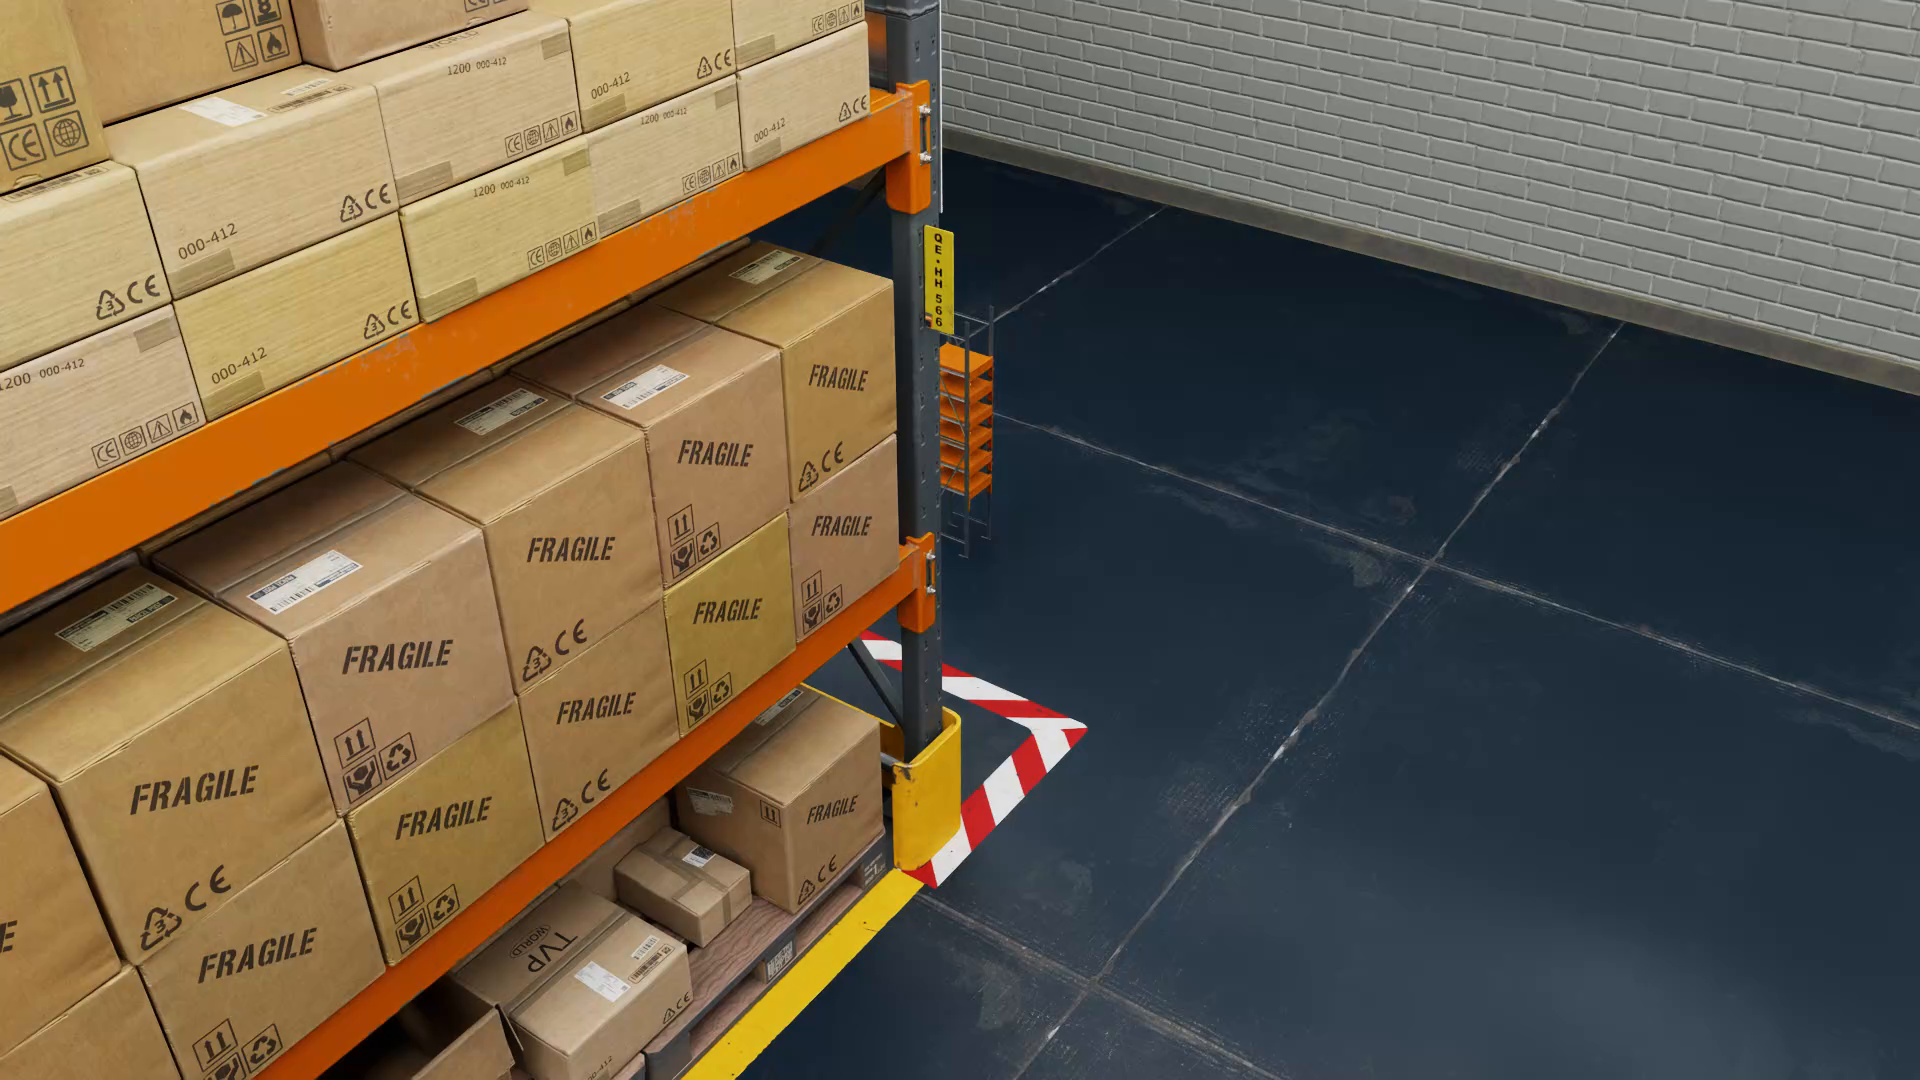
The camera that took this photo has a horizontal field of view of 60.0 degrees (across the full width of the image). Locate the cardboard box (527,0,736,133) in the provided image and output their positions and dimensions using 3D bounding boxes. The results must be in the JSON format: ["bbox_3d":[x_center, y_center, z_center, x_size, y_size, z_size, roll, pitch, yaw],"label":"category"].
[{"bbox_3d":[-0.874,-1.176,3.822,0.500,0.250,0.500,21,39,28],"label":"cardboard box"}]

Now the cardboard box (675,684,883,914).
[{"bbox_3d":[-0.613,0.845,5.661,0.500,0.500,0.500,21,39,28],"label":"cardboard box"}]

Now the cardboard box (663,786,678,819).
[{"bbox_3d":[-1.169,0.852,5.948,0.380,0.166,0.250,21,39,28],"label":"cardboard box"}]

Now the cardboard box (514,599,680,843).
[{"bbox_3d":[-1.119,0.382,4.418,0.500,0.500,0.500,22,40,29],"label":"cardboard box"}]

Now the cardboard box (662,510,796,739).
[{"bbox_3d":[-0.830,0.155,4.755,0.500,0.500,0.500,22,40,29],"label":"cardboard box"}]

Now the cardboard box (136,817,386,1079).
[{"bbox_3d":[-1.695,0.849,3.728,0.500,0.500,0.500,21,39,28],"label":"cardboard box"}]

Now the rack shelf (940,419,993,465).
[{"bbox_3d":[-0.008,-0.454,7.429,0.258,0.103,0.180,21,39,28],"label":"rack shelf"}]

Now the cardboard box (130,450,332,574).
[{"bbox_3d":[-1.845,0.033,4.041,0.500,0.500,0.500,21,39,28],"label":"cardboard box"}]

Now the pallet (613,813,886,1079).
[{"bbox_3d":[-1.003,1.220,5.757,1.003,0.211,1.213,21,39,28],"label":"pallet"}]

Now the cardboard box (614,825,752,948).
[{"bbox_3d":[-0.918,1.141,5.522,0.380,0.166,0.250,21,39,28],"label":"cardboard box"}]

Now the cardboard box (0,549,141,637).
[{"bbox_3d":[-2.133,0.264,3.700,0.500,0.500,0.500,22,40,29],"label":"cardboard box"}]

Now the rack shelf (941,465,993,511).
[{"bbox_3d":[-0.008,-0.255,7.563,0.258,0.103,0.180,21,39,28],"label":"rack shelf"}]

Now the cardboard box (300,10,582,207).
[{"bbox_3d":[-1.162,-0.948,3.483,0.500,0.250,0.500,21,39,28],"label":"cardboard box"}]

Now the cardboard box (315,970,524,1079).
[{"bbox_3d":[-1.719,1.489,4.706,0.797,0.503,0.637,21,39,28],"label":"cardboard box"}]

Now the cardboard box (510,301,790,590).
[{"bbox_3d":[-0.821,-0.267,4.486,0.500,0.500,0.500,22,40,29],"label":"cardboard box"}]

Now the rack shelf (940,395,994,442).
[{"bbox_3d":[-0.008,-0.553,7.362,0.258,0.103,0.180,21,39,28],"label":"rack shelf"}]

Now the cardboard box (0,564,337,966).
[{"bbox_3d":[-1.699,0.447,3.429,0.500,0.500,0.500,20,39,27],"label":"cardboard box"}]

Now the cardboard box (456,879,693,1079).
[{"bbox_3d":[-1.180,1.376,5.099,0.500,0.250,0.500,21,39,28],"label":"cardboard box"}]

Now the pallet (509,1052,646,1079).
[{"bbox_3d":[-1.699,1.780,4.930,1.003,0.211,1.213,21,39,28],"label":"pallet"}]

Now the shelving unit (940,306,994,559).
[{"bbox_3d":[-0.008,-0.490,7.404,0.258,1.200,0.189,21,39,28],"label":"shelving unit"}]

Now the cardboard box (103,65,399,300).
[{"bbox_3d":[-1.442,-0.715,3.140,0.500,0.250,0.500,21,39,28],"label":"cardboard box"}]

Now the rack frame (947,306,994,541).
[{"bbox_3d":[0.044,-0.532,7.466,0.240,1.200,0.006,21,39,28],"label":"rack frame"}]

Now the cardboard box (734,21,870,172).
[{"bbox_3d":[-0.582,-1.197,4.298,0.500,0.250,0.500,21,39,28],"label":"cardboard box"}]

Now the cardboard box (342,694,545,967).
[{"bbox_3d":[-1.407,0.614,4.075,0.500,0.500,0.500,21,39,28],"label":"cardboard box"}]

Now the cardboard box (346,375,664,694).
[{"bbox_3d":[-1.113,-0.027,4.130,0.500,0.500,0.500,22,40,29],"label":"cardboard box"}]

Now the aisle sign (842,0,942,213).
[{"bbox_3d":[-0.215,-1.347,4.744,0.394,0.787,0.004,21,39,28],"label":"aisle sign"}]

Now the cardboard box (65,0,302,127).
[{"bbox_3d":[-1.699,-1.126,3.078,0.700,0.500,0.500,21,39,28],"label":"cardboard box"}]

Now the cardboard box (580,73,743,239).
[{"bbox_3d":[-0.876,-0.970,3.963,0.500,0.250,0.500,21,39,28],"label":"cardboard box"}]

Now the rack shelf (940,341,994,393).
[{"bbox_3d":[-0.008,-0.752,7.227,0.258,0.103,0.180,21,39,28],"label":"rack shelf"}]

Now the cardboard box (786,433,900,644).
[{"bbox_3d":[-0.537,-0.085,5.109,0.500,0.500,0.500,23,40,30],"label":"cardboard box"}]

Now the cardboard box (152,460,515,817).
[{"bbox_3d":[-1.406,0.209,3.781,0.500,0.500,0.500,23,40,30],"label":"cardboard box"}]

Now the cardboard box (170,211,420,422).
[{"bbox_3d":[-1.449,-0.511,3.284,0.500,0.250,0.500,21,39,28],"label":"cardboard box"}]

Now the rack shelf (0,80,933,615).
[{"bbox_3d":[-1.646,-0.361,3.571,1.077,0.370,4.000,21,39,28],"label":"rack shelf"}]

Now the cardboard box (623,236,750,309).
[{"bbox_3d":[-0.975,-0.673,5.085,0.500,0.500,0.500,23,40,30],"label":"cardboard box"}]

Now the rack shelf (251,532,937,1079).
[{"bbox_3d":[-1.646,0.881,4.411,1.077,0.370,4.000,21,39,28],"label":"rack shelf"}]

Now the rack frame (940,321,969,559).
[{"bbox_3d":[-0.060,-0.448,7.342,0.240,1.200,0.006,21,39,28],"label":"rack frame"}]

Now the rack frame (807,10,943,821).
[{"bbox_3d":[-0.506,-0.337,5.571,1.000,3.000,0.127,21,39,28],"label":"rack frame"}]

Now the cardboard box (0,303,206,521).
[{"bbox_3d":[-1.731,-0.280,2.942,0.500,0.250,0.500,21,39,28],"label":"cardboard box"}]

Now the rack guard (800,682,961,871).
[{"bbox_3d":[-0.549,0.733,6.219,1.175,0.500,0.348,21,39,28],"label":"rack guard"}]

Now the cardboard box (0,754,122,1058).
[{"bbox_3d":[-1.993,0.684,3.079,0.500,0.500,0.500,20,39,27],"label":"cardboard box"}]

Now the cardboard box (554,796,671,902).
[{"bbox_3d":[-1.334,1.010,5.641,0.500,0.250,0.500,21,39,28],"label":"cardboard box"}]

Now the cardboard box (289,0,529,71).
[{"bbox_3d":[-1.337,-1.326,3.374,0.700,0.500,0.500,21,39,28],"label":"cardboard box"}]

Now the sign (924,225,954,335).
[{"bbox_3d":[-0.061,-0.761,4.882,0.100,0.325,0.005,21,39,28],"label":"sign"}]

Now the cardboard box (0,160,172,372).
[{"bbox_3d":[-1.727,-0.485,2.800,0.500,0.250,0.500,21,39,28],"label":"cardboard box"}]

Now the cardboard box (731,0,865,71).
[{"bbox_3d":[-0.589,-1.407,4.162,0.500,0.250,0.500,21,39,28],"label":"cardboard box"}]

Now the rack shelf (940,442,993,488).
[{"bbox_3d":[-0.008,-0.354,7.496,0.258,0.103,0.180,21,39,28],"label":"rack shelf"}]

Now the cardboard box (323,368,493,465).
[{"bbox_3d":[-1.556,-0.201,4.388,0.500,0.500,0.500,22,40,29],"label":"cardboard box"}]

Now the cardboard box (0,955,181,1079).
[{"bbox_3d":[-1.983,1.078,3.389,0.500,0.500,0.500,22,40,29],"label":"cardboard box"}]

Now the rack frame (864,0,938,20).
[{"bbox_3d":[-0.506,-2.822,3.890,1.000,3.000,0.127,21,39,28],"label":"rack frame"}]

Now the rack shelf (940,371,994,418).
[{"bbox_3d":[-0.008,-0.652,7.294,0.258,0.103,0.180,21,39,28],"label":"rack shelf"}]

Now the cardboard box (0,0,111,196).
[{"bbox_3d":[-1.859,-0.847,2.666,0.700,0.500,0.500,21,39,28],"label":"cardboard box"}]

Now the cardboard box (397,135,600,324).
[{"bbox_3d":[-1.150,-0.736,3.617,0.500,0.250,0.500,21,39,28],"label":"cardboard box"}]

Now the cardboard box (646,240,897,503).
[{"bbox_3d":[-0.534,-0.500,4.830,0.500,0.500,0.500,21,39,28],"label":"cardboard box"}]

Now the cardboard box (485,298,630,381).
[{"bbox_3d":[-1.267,-0.430,4.726,0.500,0.500,0.500,22,40,29],"label":"cardboard box"}]

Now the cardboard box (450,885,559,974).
[{"bbox_3d":[-1.619,1.240,5.301,0.500,0.250,0.500,21,39,28],"label":"cardboard box"}]
